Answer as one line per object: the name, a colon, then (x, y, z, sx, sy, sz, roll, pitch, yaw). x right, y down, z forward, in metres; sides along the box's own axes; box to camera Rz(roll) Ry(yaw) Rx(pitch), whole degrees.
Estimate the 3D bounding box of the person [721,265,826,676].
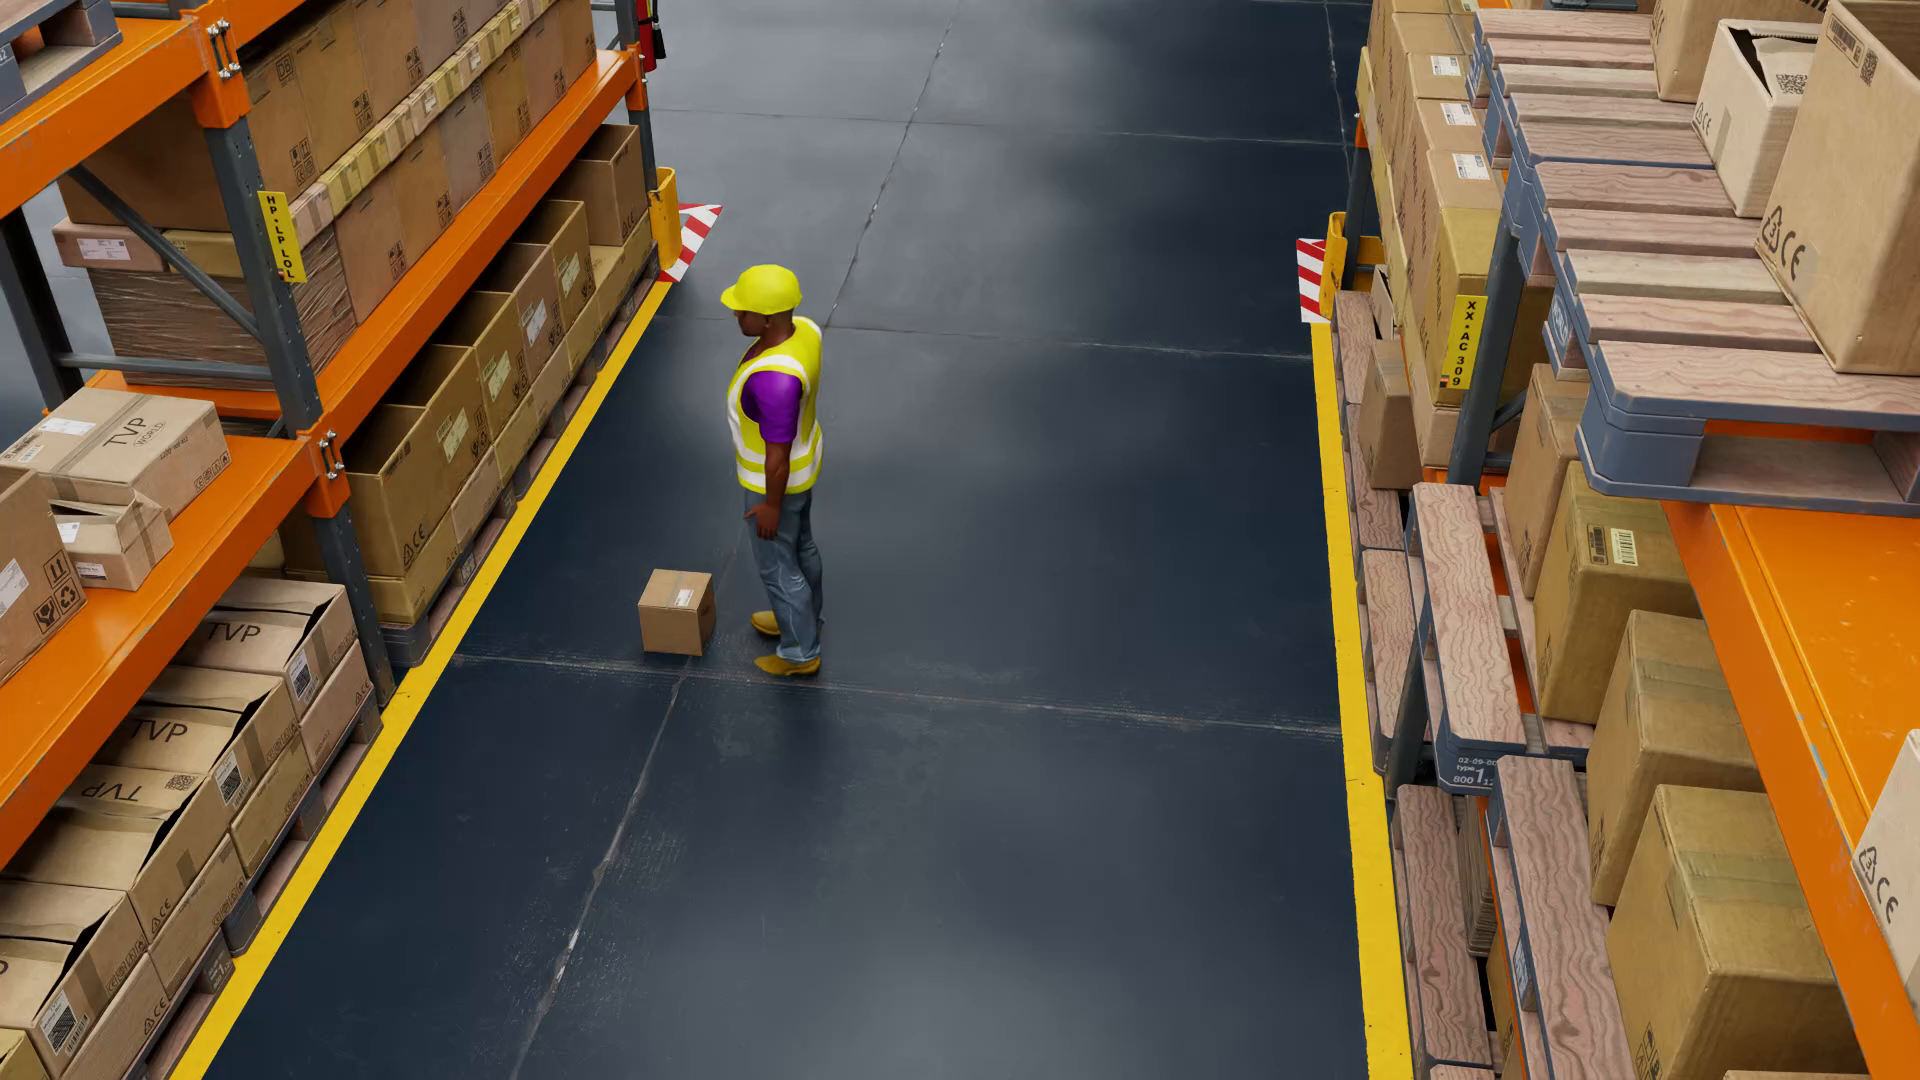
person: (-0.720, -0.260, 6.516, 0.377, 1.807, 0.575, 4, 36, 5)
